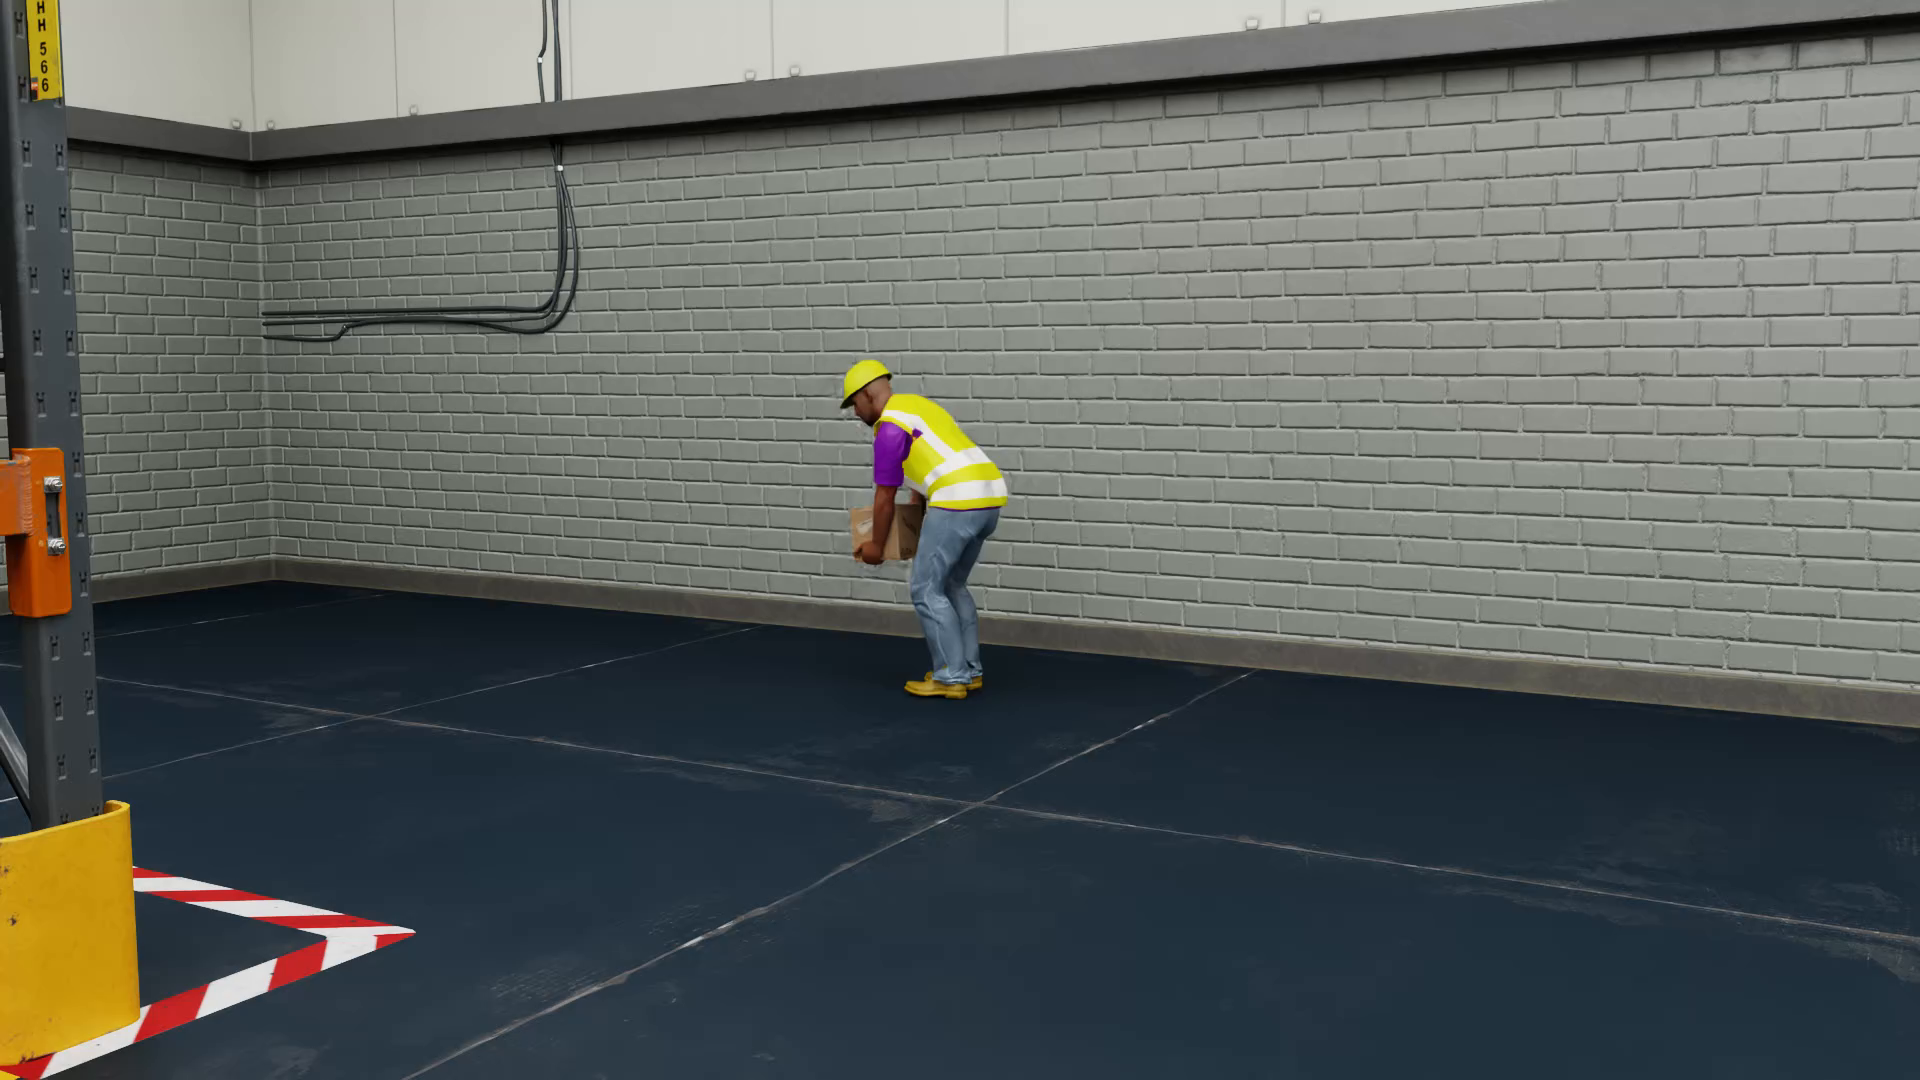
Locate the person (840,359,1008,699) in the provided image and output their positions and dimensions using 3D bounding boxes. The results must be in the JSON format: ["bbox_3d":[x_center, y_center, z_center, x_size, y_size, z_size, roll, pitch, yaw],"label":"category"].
[{"bbox_3d":[-0.190,-0.066,7.743,0.802,1.542,0.488,3,7,27],"label":"person"}]
